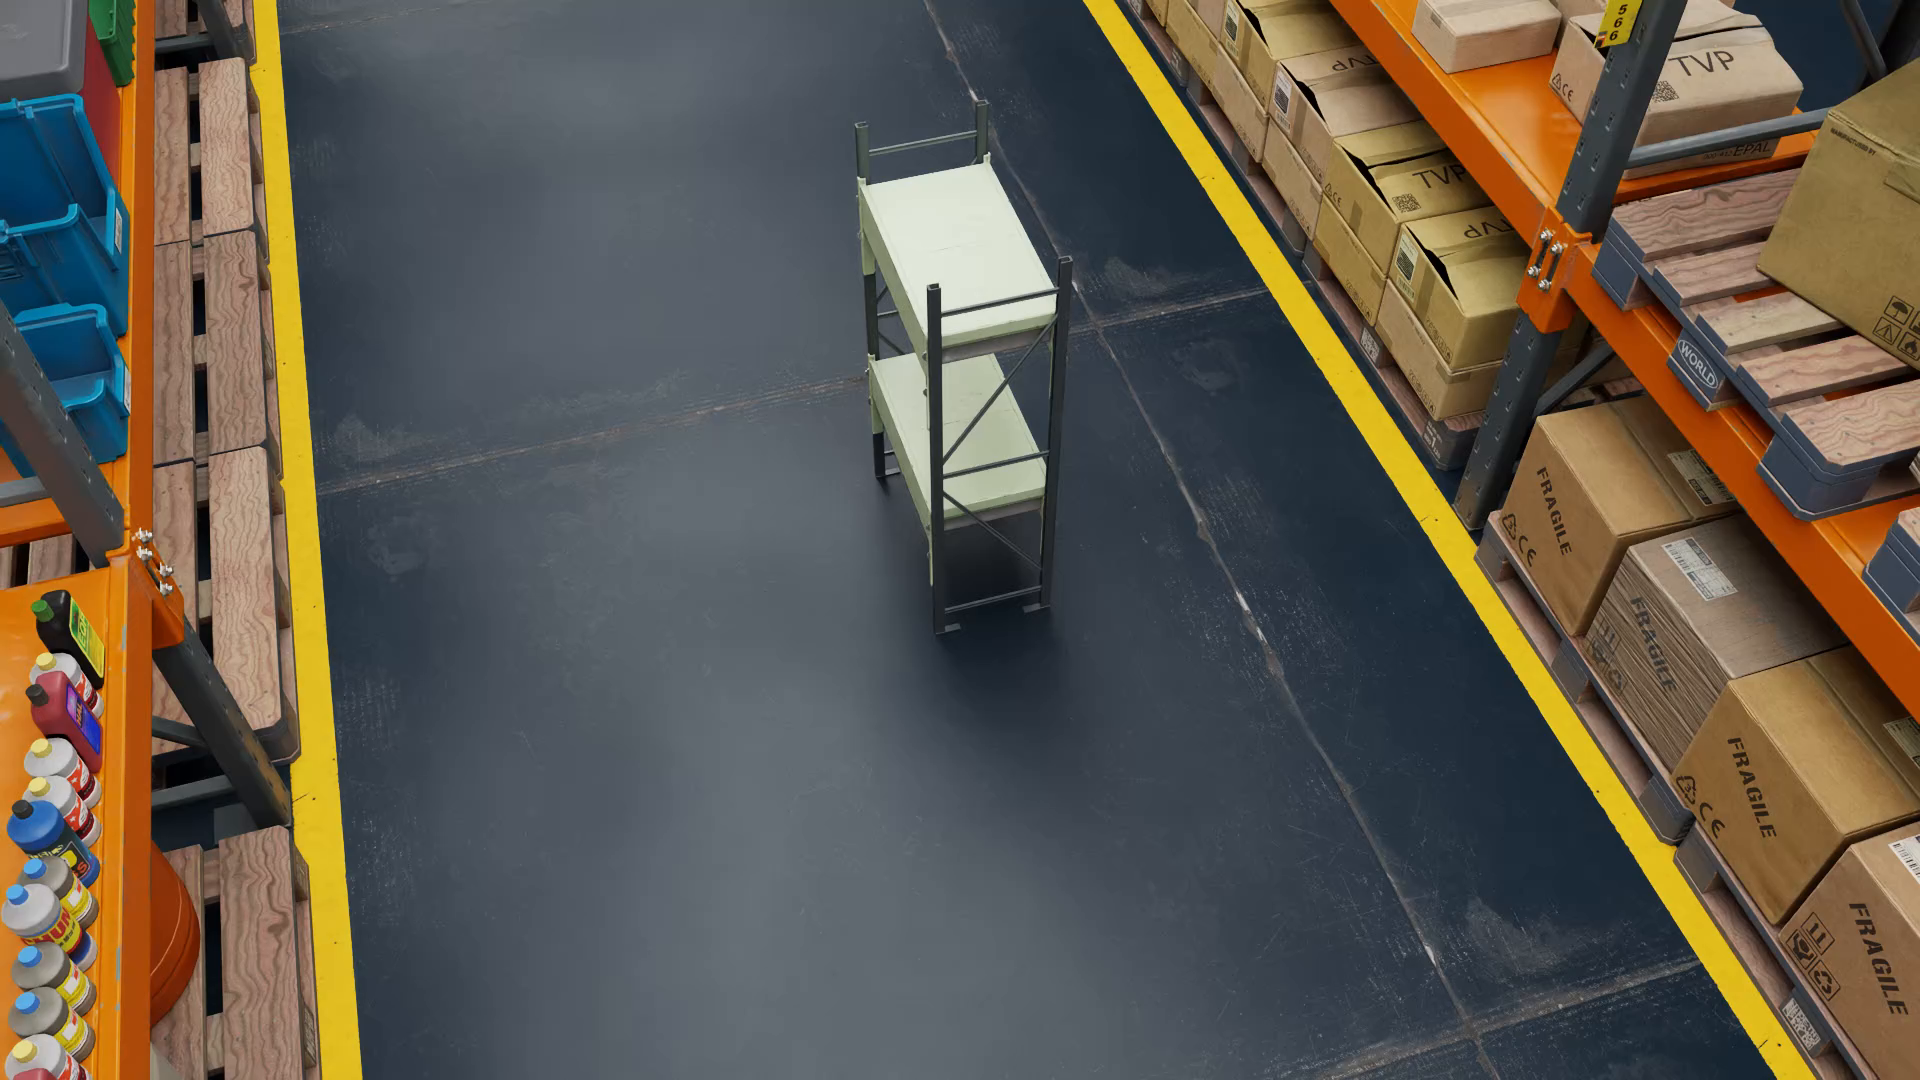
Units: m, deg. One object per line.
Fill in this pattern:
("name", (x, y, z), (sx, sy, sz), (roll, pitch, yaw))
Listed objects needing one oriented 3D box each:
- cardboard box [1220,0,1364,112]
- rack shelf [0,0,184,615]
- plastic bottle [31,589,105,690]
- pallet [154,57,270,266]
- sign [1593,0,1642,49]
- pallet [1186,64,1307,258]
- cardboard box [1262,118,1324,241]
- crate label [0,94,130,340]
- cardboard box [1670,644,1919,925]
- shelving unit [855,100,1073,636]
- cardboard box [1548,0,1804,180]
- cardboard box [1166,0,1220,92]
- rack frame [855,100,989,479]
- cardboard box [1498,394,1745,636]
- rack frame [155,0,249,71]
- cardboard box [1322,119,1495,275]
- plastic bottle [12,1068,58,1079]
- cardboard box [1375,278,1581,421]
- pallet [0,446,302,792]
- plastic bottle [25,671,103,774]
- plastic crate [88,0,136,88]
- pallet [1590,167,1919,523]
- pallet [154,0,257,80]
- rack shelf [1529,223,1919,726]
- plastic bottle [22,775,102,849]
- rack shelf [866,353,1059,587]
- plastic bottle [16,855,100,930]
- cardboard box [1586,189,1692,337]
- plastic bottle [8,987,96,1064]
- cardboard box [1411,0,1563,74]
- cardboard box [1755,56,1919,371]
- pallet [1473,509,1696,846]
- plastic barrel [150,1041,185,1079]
("cardboard box", (1.380, -2.019, 6.647), (0.500, 0.311, 0.500), (-12, 51, -10))
("rack shelf", (-3.102, -1.260, 5.321), (1.077, 0.370, 4.000), (-13, 51, -11))
("plastic bottle", (-1.983, 0.205, 3.691), (0.061, 0.283, 0.133), (-13, 51, -11))
("pallet", (-3.424, -1.489, 6.867), (1.003, 0.211, 1.213), (-13, 51, -11))
("sign", (1.693, -1.394, 4.206), (0.100, 0.325, 0.005), (-13, 51, -11))
("pallet", (1.659, -1.749, 7.087), (1.003, 0.211, 1.213), (-13, 51, -11))
("cardboard box", (1.532, -1.470, 6.551), (0.500, 0.250, 0.500), (-12, 51, -10))
("crate label", (-2.546, -0.829, 4.464), (0.502, 0.435, 0.616), (-13, 51, -11))
("cardboard box", (2.388, 0.661, 4.578), (0.500, 0.500, 0.500), (-14, 51, -11))
("shelving unit", (-0.002, -0.488, 5.181), (0.431, 1.500, 0.755), (-13, 51, -11))
("cardboard box", (2.157, -1.395, 5.023), (0.500, 0.311, 0.500), (-10, 51, -9))
("cardboard box", (1.228, -2.217, 7.181), (0.500, 0.250, 0.500), (-15, 51, -12))
("rack frame", (-0.110, -0.756, 5.406), (0.400, 1.500, 0.023), (-13, 51, -11))
("cardboard box", (2.084, -0.087, 5.209), (0.500, 0.500, 0.500), (-11, 51, -9))
("rack frame", (-3.693, -2.953, 6.277), (1.000, 3.000, 0.127), (-13, 51, -11))
("cardboard box", (1.672, -1.283, 6.027), (0.500, 0.311, 0.500), (-14, 51, -12))
("plastic bottle", (-1.645, 1.040, 2.988), (0.061, 0.283, 0.133), (-13, 51, -11))
("cardboard box", (1.834, -0.727, 5.924), (0.500, 0.250, 0.500), (-12, 51, -10))
("pallet", (-2.703, 0.293, 5.365), (1.003, 0.211, 1.213), (-13, 51, -11))
("plastic bottle", (-1.915, 0.374, 3.549), (0.061, 0.283, 0.133), (-13, 51, -11))
("plastic crate", (-2.909, -1.676, 5.340), (0.450, 0.188, 0.662), (-13, 51, -11))
("pallet", (2.490, -0.607, 4.426), (1.213, 0.211, 1.003), (-13, 51, -11))
("pallet", (-3.852, -2.554, 7.765), (1.003, 0.211, 1.213), (-13, 51, -11))
("rack shelf", (2.814, 0.544, 3.800), (1.077, 0.370, 4.000), (-13, 51, -11))
("plastic bottle", (-1.870, 0.560, 3.446), (0.097, 0.201, 0.097), (0, 50, 0))
("rack shelf", (-0.002, -0.278, 5.430), (0.431, 0.370, 0.720), (-13, 51, -11))
("plastic bottle", (-1.812, 0.702, 3.326), (0.097, 0.201, 0.097), (0, 50, 0))
("cardboard box", (2.348, -1.027, 5.811), (0.500, 0.311, 0.500), (-12, 51, -10))
("plastic bottle", (-1.726, 0.915, 3.146), (0.097, 0.201, 0.097), (0, 50, 0))
("cardboard box", (1.692, -1.662, 5.353), (0.380, 0.149, 0.250), (-13, 51, -11))
("cardboard box", (2.516, -0.882, 4.191), (0.700, 0.500, 0.500), (-30, 56, -23))
("pallet", (2.407, 0.304, 5.356), (1.003, 0.211, 1.213), (-13, 51, -11))
("plastic barrel", (-2.097, 1.381, 3.976), (0.421, 0.512, 0.421), (0, 50, 0))
